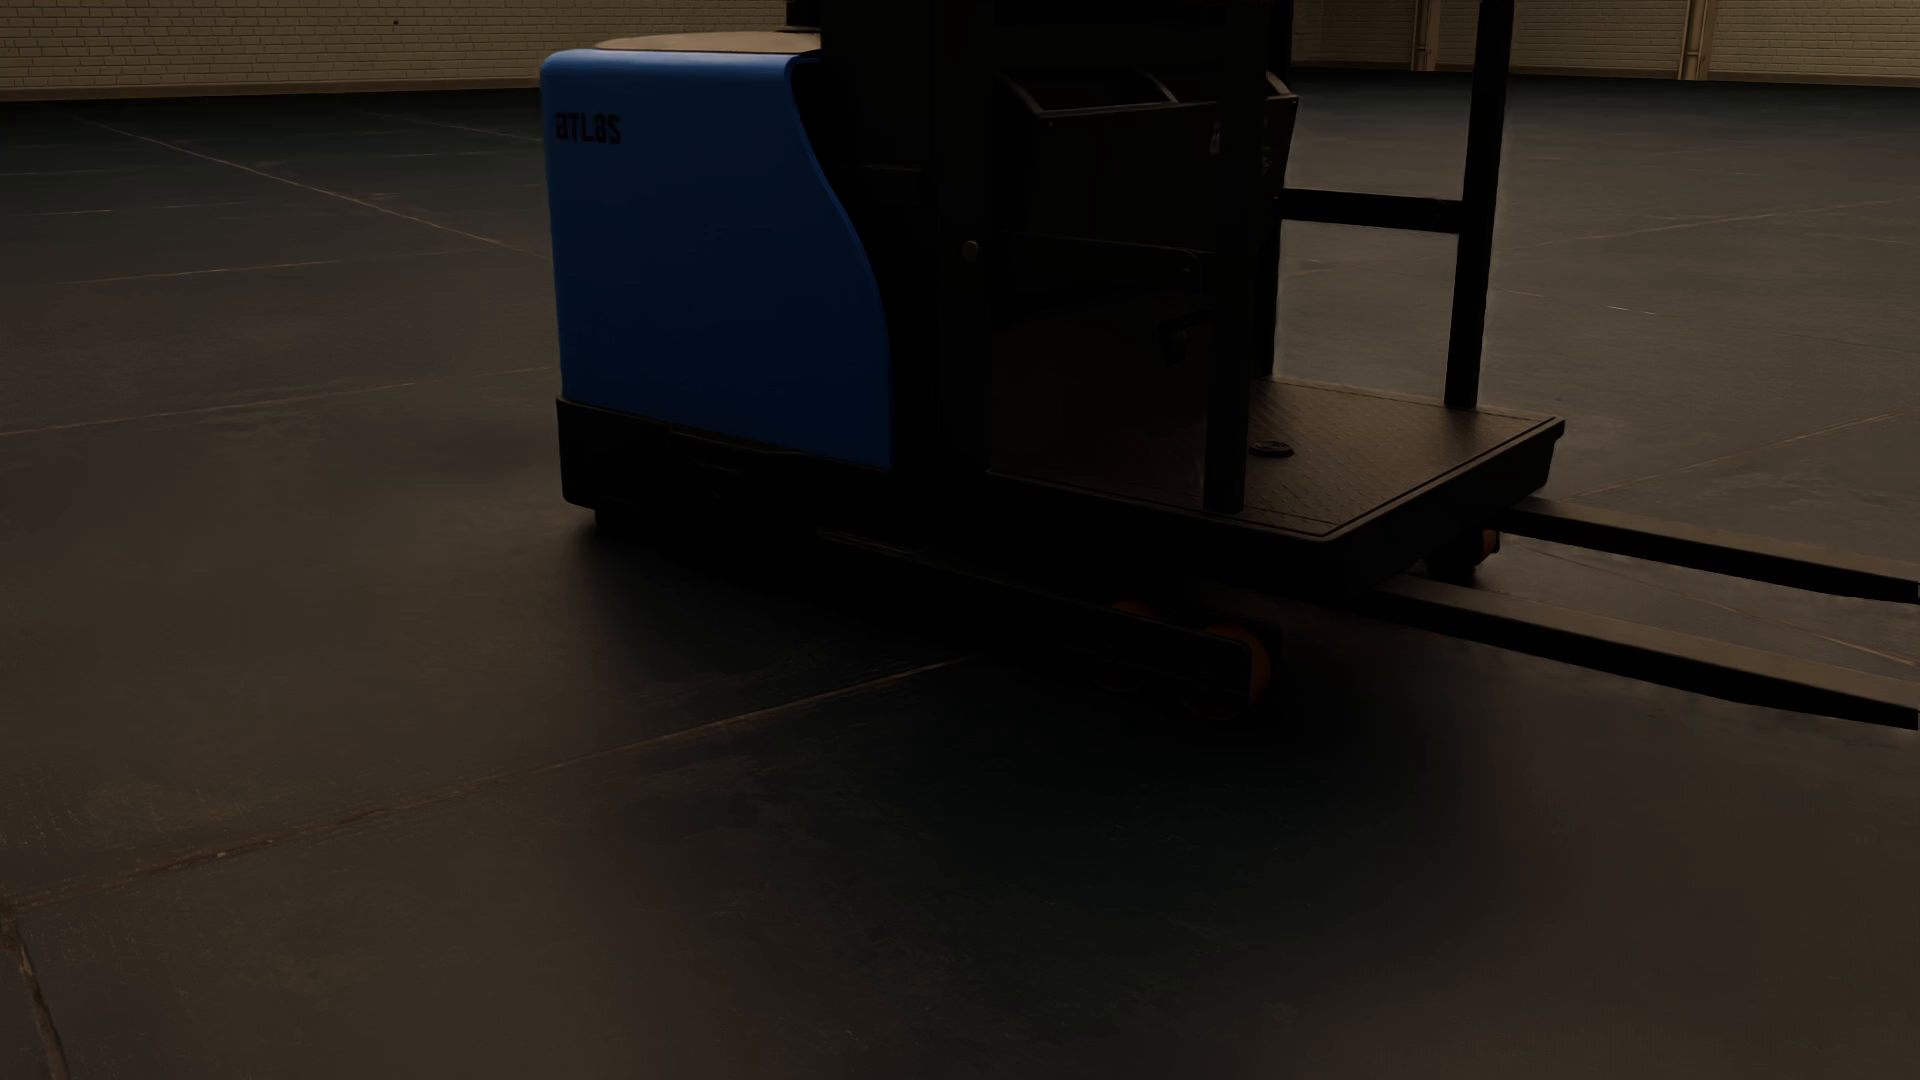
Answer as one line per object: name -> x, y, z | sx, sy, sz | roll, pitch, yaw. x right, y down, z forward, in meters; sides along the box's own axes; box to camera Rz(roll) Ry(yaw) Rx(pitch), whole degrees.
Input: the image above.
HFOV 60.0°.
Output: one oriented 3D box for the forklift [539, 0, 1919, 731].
forklift -> 0.538, -1.269, 2.958 | 3.031, 2.935, 1.130 | 14, 22, 36
